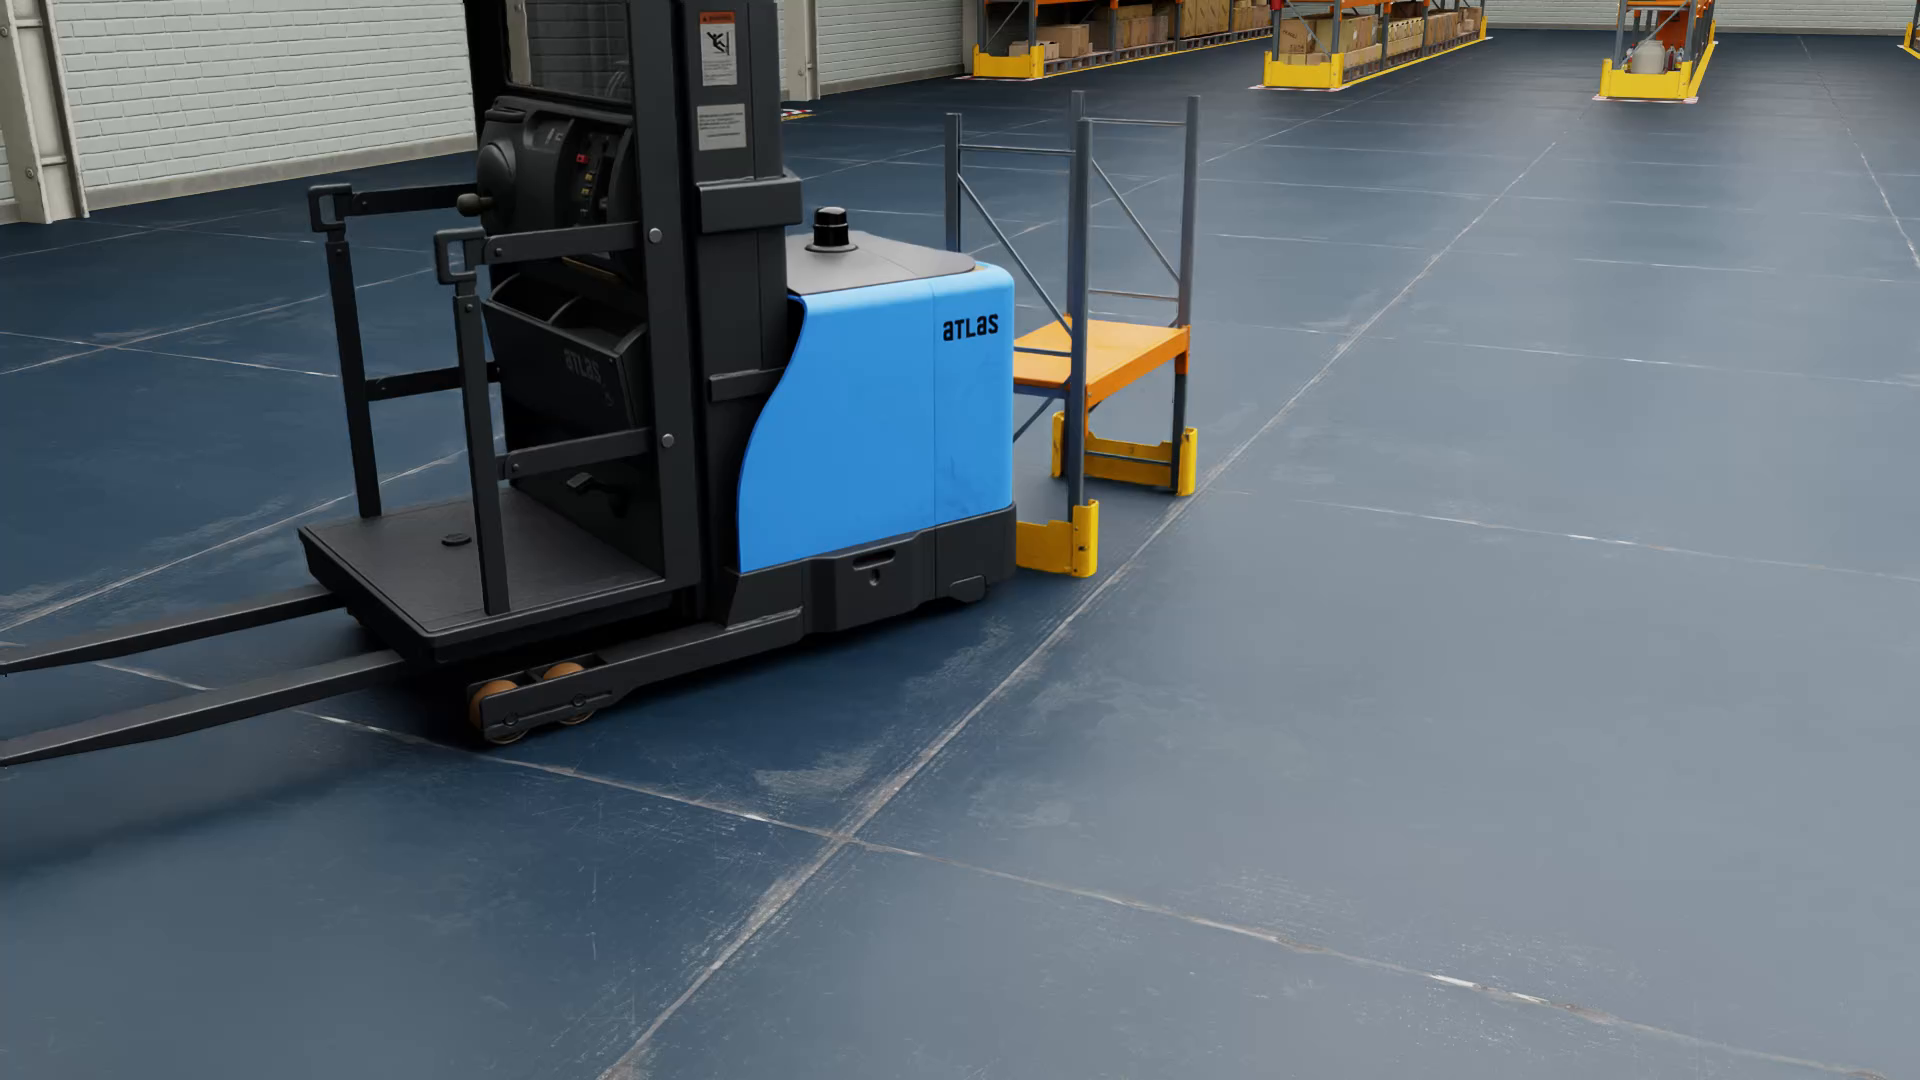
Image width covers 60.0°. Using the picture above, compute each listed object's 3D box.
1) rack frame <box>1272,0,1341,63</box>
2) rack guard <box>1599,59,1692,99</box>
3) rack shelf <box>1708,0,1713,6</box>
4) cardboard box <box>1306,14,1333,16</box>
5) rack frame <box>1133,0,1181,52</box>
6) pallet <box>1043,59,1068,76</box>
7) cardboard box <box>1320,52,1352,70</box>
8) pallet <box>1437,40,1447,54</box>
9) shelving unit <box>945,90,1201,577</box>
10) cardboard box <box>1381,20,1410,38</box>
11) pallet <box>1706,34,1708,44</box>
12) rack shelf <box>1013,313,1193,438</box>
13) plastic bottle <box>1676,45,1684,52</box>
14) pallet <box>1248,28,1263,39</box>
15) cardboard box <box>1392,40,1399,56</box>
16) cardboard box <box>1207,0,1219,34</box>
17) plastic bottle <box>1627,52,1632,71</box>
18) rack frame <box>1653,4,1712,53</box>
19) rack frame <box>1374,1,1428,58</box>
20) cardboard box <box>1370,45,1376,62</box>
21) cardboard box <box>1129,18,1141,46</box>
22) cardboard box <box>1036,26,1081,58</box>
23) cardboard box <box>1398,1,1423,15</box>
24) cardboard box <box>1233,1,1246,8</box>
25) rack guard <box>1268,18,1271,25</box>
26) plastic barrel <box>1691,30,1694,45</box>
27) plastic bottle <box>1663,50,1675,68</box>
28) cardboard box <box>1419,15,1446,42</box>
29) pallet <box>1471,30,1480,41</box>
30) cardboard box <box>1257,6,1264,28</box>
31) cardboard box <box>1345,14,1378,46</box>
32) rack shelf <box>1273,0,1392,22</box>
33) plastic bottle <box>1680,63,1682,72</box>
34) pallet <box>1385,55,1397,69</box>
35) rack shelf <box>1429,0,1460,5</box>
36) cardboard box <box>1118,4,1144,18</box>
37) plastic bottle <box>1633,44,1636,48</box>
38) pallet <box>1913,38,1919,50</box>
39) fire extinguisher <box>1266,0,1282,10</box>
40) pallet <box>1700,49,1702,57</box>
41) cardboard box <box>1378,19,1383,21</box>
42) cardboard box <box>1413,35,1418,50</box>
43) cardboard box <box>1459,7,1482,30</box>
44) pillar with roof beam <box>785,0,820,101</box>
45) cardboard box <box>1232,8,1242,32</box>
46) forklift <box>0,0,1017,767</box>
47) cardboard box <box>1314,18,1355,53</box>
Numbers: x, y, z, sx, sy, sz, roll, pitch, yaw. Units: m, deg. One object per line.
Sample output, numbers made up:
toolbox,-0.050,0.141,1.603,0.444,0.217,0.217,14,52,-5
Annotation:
rack frame,5.288,-8.424,25.179,1.000,3.000,0.127,9,21,23
rack guard,9.794,-6.595,23.767,1.175,0.500,0.348,9,21,23
rack shelf,13.900,-10.461,31.981,1.077,0.370,4.000,9,21,23
cardboard box,6.041,-8.498,27.745,0.500,0.500,0.500,9,21,23
rack frame,4.043,-11.548,33.964,1.000,3.000,0.127,9,21,23
pallet,1.163,-8.055,28.304,1.003,0.211,1.213,9,21,23
cardboard box,5.912,-7.613,26.376,0.500,0.250,0.500,9,21,23
pallet,9.405,-10.150,34.195,1.003,0.211,1.213,9,21,23
shelving unit,0.417,-0.784,5.935,0.587,1.500,1.083,10,22,25
cardboard box,7.951,-9.376,30.495,0.500,0.311,0.500,9,22,24
pallet,15.984,-11.074,36.791,1.003,0.211,1.213,9,21,23
rack shelf,0.413,-0.612,5.988,0.538,0.185,1.000,10,22,25
plastic bottle,11.364,-7.630,26.244,0.144,0.351,0.185,7,21,20
pallet,6.562,-12.053,39.545,1.003,0.211,1.213,9,21,23
cardboard box,7.528,-8.794,29.698,0.500,0.250,0.500,9,22,24
cardboard box,5.172,-11.467,36.318,0.750,0.750,0.750,9,22,24
plastic bottle,10.286,-7.362,25.601,0.152,0.276,0.135,9,21,23
rack frame,14.719,-11.411,33.580,1.000,3.000,0.127,9,21,23
rack frame,8.564,-10.869,32.056,1.000,3.000,0.127,9,21,23
cardboard box,6.722,-8.226,28.099,0.500,0.250,0.500,9,21,23
cardboard box,3.103,-9.897,32.396,0.700,0.500,0.500,9,21,23
cardboard box,1.712,-8.723,29.094,0.700,0.500,0.500,7,21,19
cardboard box,9.372,-11.055,34.532,0.500,0.250,0.500,9,21,23
cardboard box,6.388,-12.391,38.469,0.380,0.149,0.250,9,22,25
rack guard,7.329,-12.823,41.280,1.175,0.500,0.348,9,21,23
plastic barrel,14.191,-10.240,32.791,0.600,0.901,0.708,9,21,23
plastic bottle,11.219,-7.607,26.292,0.152,0.276,0.135,9,21,23
cardboard box,9.639,-10.473,34.014,0.500,0.500,0.500,8,21,21
pallet,11.483,-11.734,38.649,1.003,0.211,1.213,9,21,23
cardboard box,6.919,-12.633,40.118,0.700,0.500,0.500,8,21,23
cardboard box,6.720,-8.579,27.974,0.500,0.500,0.500,9,21,23
rack shelf,6.107,-8.696,27.019,1.077,0.370,4.000,9,21,23
plastic bottle,10.875,-7.175,25.187,0.097,0.201,0.097,0,20,0
pallet,7.192,-8.563,29.733,1.003,0.211,1.213,9,21,23
rack shelf,9.383,-11.142,33.895,1.077,0.370,4.000,9,21,23
cardboard box,3.299,-10.380,32.634,0.500,0.250,0.500,8,21,22
plastic bottle,10.734,-7.735,26.540,0.144,0.351,0.185,9,22,24
pallet,20.620,-10.386,34.857,1.003,0.211,1.213,9,21,23
fire extinguisher,4.816,-8.415,25.270,0.296,0.674,0.183,9,21,23
pallet,13.867,-9.493,32.347,1.003,0.211,1.213,9,21,23
cardboard box,7.663,-9.599,31.123,0.500,0.311,0.500,8,21,21
cardboard box,8.363,-9.419,31.455,0.500,0.250,0.500,8,21,22
cardboard box,11.842,-12.145,38.715,0.500,0.500,0.500,9,21,23
pillar with roof beam,1.735,-9.837,20.199,9.100,9.000,0.400,9,21,23
cardboard box,6.081,-12.005,38.354,0.700,0.500,0.500,9,21,23
forklift,-1.299,-1.037,4.510,3.031,2.935,1.130,-14,24,-35
cardboard box,5.914,-7.966,26.250,0.500,0.500,0.500,9,21,23
